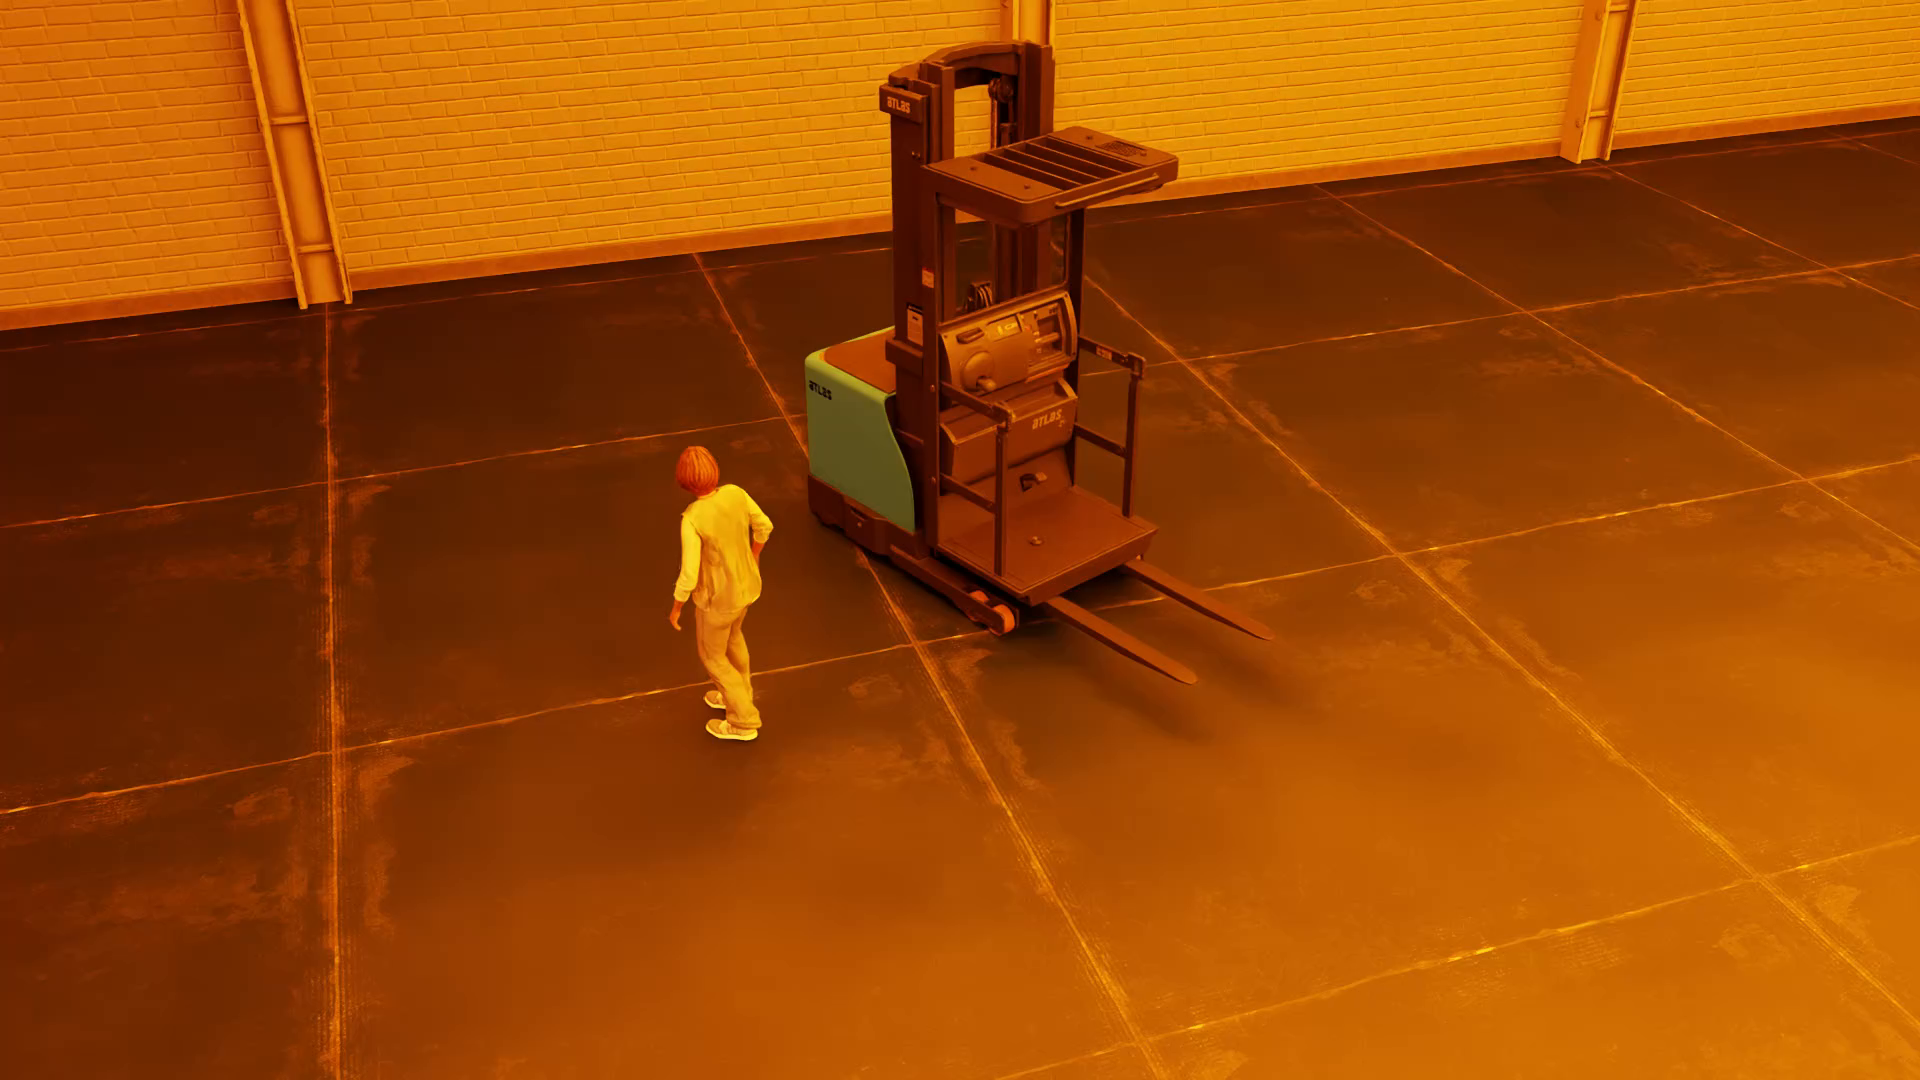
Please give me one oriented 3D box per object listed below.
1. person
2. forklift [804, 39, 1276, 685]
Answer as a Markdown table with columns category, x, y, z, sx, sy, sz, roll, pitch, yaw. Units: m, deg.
| category | x | y | z | sx | sy | sz | roll | pitch | yaw |
| --- | --- | --- | --- | --- | --- | --- | --- | --- | --- |
| person | -1.182 | 0.254 | 8.003 | 0.449 | 1.583 | 0.618 | 17 | 34 | 26 |
| forklift | 0.414 | -1.033 | 8.883 | 1.130 | 2.935 | 3.031 | -23 | 37 | -35 |
